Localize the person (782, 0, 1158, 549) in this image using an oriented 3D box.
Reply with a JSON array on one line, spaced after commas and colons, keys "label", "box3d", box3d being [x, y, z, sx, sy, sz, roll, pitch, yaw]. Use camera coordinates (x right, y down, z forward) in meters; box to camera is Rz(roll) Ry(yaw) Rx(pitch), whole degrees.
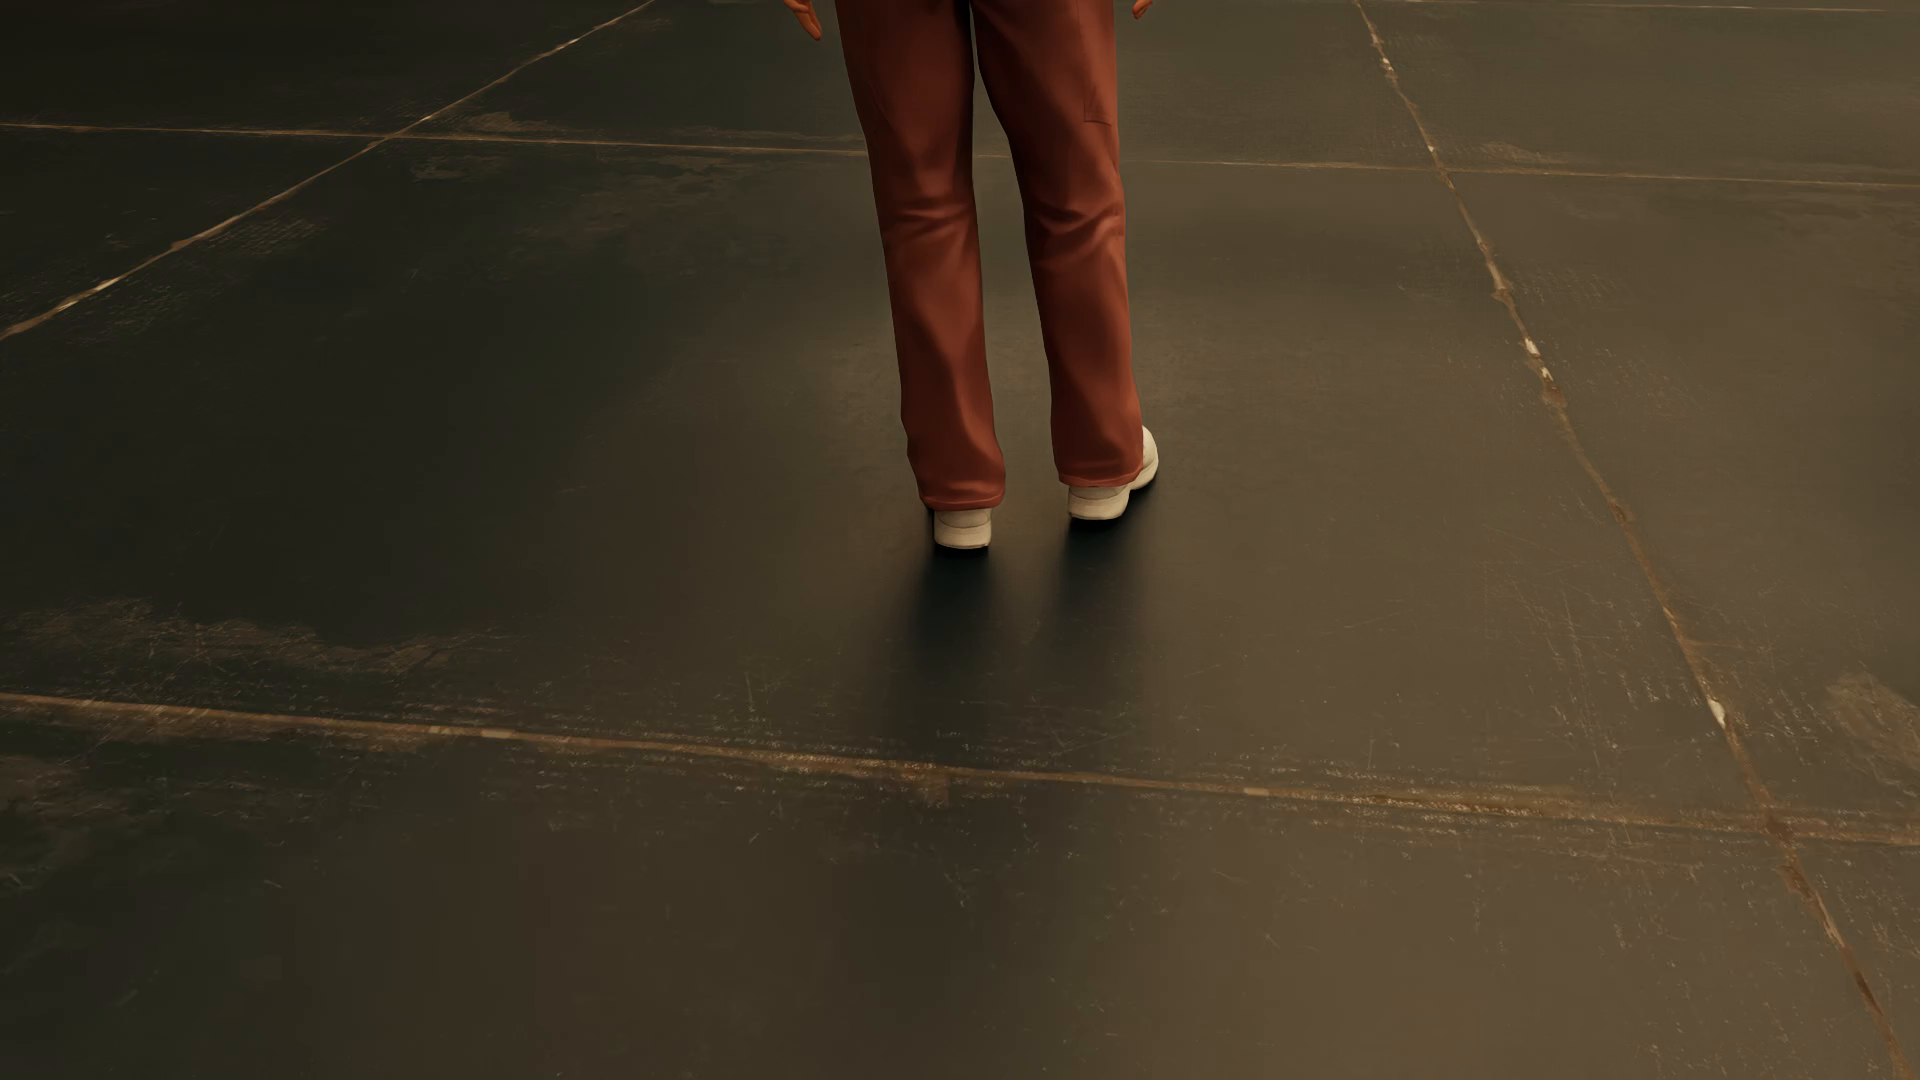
[{"label": "person", "box3d": [0.021, -0.788, 2.187, 0.553, 1.675, 0.549, 3, 27, 7]}]
